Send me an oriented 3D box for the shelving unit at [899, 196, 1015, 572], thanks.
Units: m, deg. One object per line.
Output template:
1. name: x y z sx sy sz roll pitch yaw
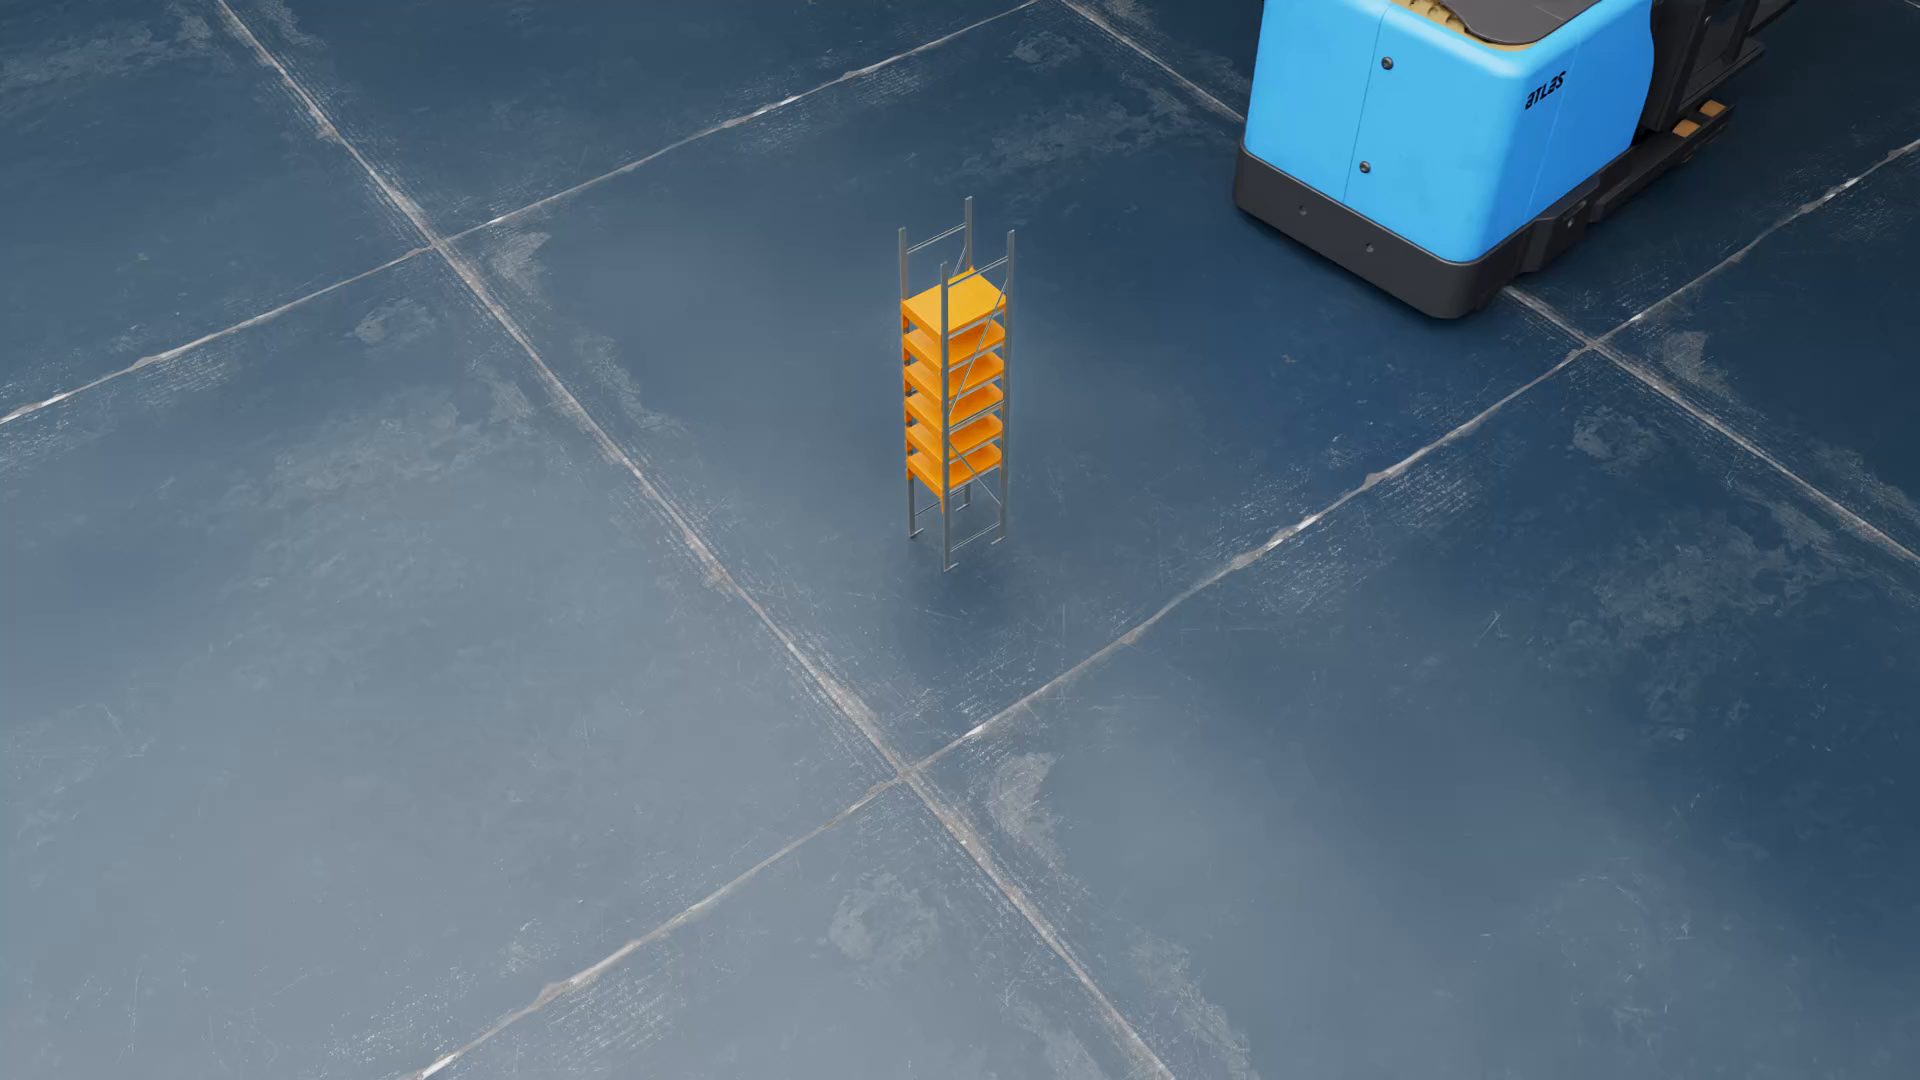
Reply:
1. shelving unit: -0.009 -0.412 4.813 0.258 1.200 0.189 -29 54 -24

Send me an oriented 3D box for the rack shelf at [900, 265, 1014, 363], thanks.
1. rack shelf: -0.009 -0.623 4.579 0.258 0.103 0.180 -29 54 -24

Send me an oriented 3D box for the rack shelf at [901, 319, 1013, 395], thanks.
1. rack shelf: -0.009 -0.543 4.668 0.258 0.103 0.180 -29 54 -24

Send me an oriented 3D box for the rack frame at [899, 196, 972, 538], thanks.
1. rack frame: -0.064 -0.465 4.862 0.240 1.200 0.006 -29 54 -24

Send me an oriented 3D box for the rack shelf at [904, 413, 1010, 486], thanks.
1. rack shelf: -0.009 -0.301 4.935 0.258 0.103 0.180 -29 54 -24

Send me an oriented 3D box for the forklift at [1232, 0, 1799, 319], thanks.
1. forklift: 2.454 -2.734 5.750 3.031 2.935 1.130 -35 57 -27

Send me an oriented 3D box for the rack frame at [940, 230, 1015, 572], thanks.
1. rack frame: 0.047 -0.358 4.764 0.240 1.200 0.006 -29 54 -24

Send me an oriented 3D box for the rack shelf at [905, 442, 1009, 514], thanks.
1. rack shelf: -0.009 -0.220 5.024 0.258 0.103 0.180 -29 54 -24

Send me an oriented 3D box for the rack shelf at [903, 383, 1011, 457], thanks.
1. rack shelf: -0.009 -0.382 4.846 0.258 0.103 0.180 -29 54 -24

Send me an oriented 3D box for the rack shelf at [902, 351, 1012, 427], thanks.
1. rack shelf: -0.009 -0.462 4.757 0.258 0.103 0.180 -29 54 -24
